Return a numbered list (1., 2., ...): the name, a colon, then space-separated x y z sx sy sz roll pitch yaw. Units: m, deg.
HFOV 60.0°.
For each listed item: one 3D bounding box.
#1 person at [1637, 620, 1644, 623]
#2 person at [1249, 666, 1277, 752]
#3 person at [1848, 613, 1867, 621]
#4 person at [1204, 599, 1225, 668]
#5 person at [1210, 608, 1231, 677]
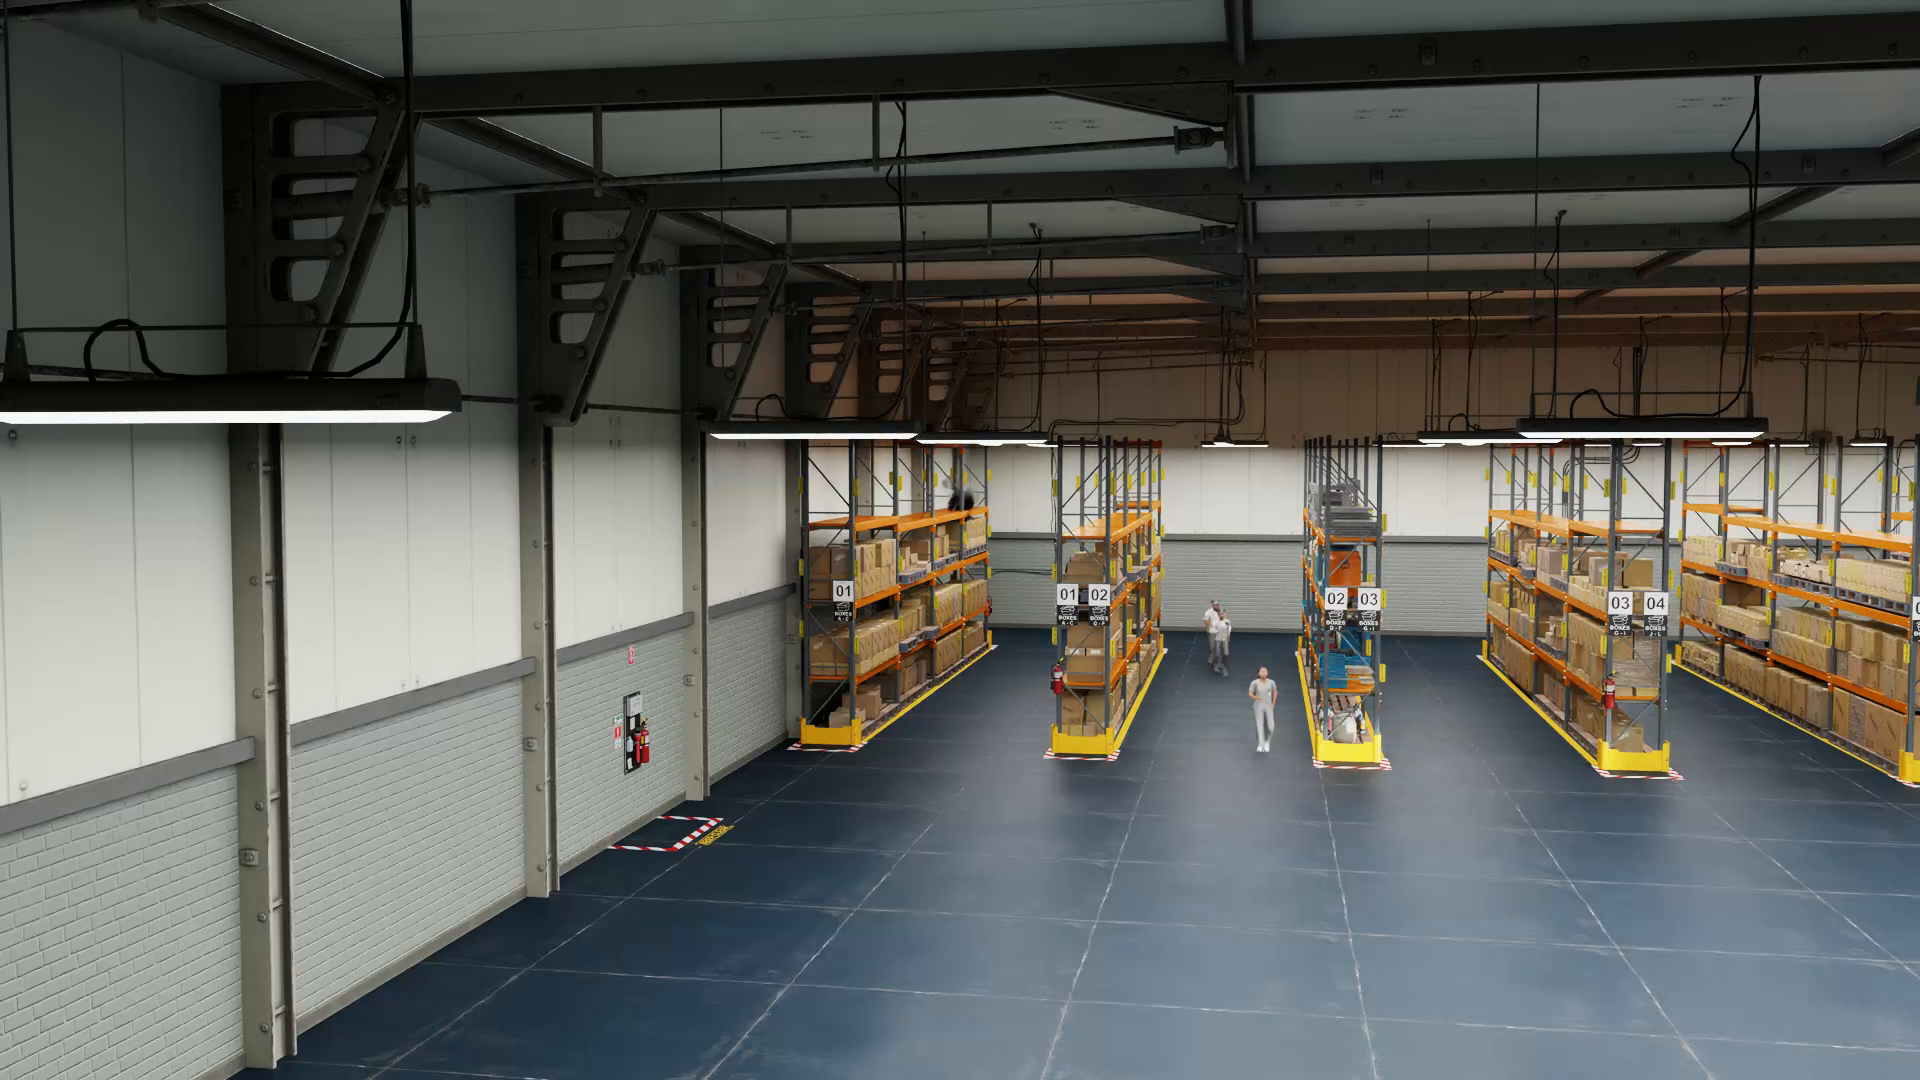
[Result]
1. person: 18.209 2.539 44.902 0.624 1.557 0.580 -3 4 -40
2. person: 5.725 3.191 31.349 0.563 1.638 0.571 0 3 2
3. person: 24.444 2.407 45.067 0.732 1.840 0.659 1 3 14
4. person: 6.744 2.475 44.038 0.605 1.845 0.857 0 3 0
5. person: 6.632 2.593 42.290 0.557 1.737 0.816 0 3 0
